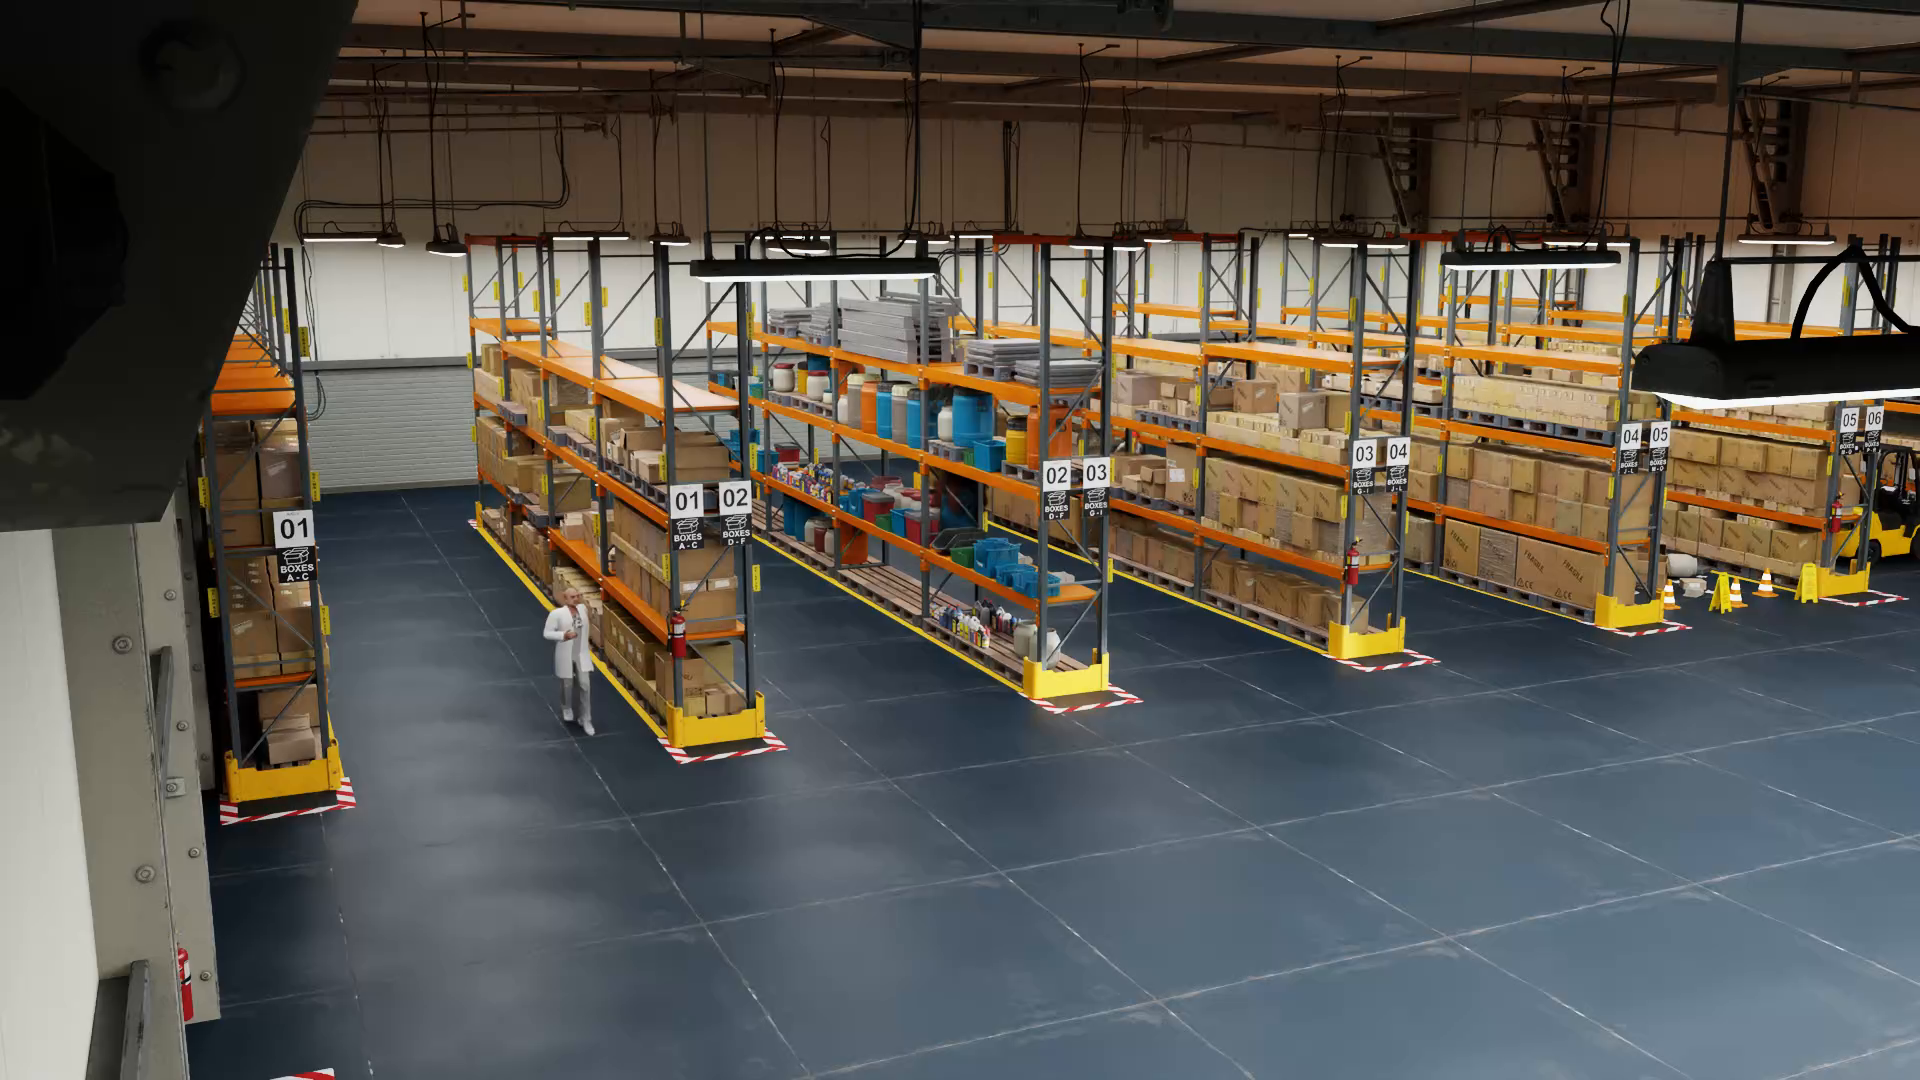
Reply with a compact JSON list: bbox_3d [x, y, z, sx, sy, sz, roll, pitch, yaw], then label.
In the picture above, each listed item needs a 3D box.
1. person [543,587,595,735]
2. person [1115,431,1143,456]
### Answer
[{"bbox_3d":[-4.888,1.490,20.814,0.672,1.842,0.902,-7,13,-31],"label":"person"},{"bbox_3d":[3.736,-1.592,36.948,0.653,1.719,0.792,-6,13,-29],"label":"person"}]
